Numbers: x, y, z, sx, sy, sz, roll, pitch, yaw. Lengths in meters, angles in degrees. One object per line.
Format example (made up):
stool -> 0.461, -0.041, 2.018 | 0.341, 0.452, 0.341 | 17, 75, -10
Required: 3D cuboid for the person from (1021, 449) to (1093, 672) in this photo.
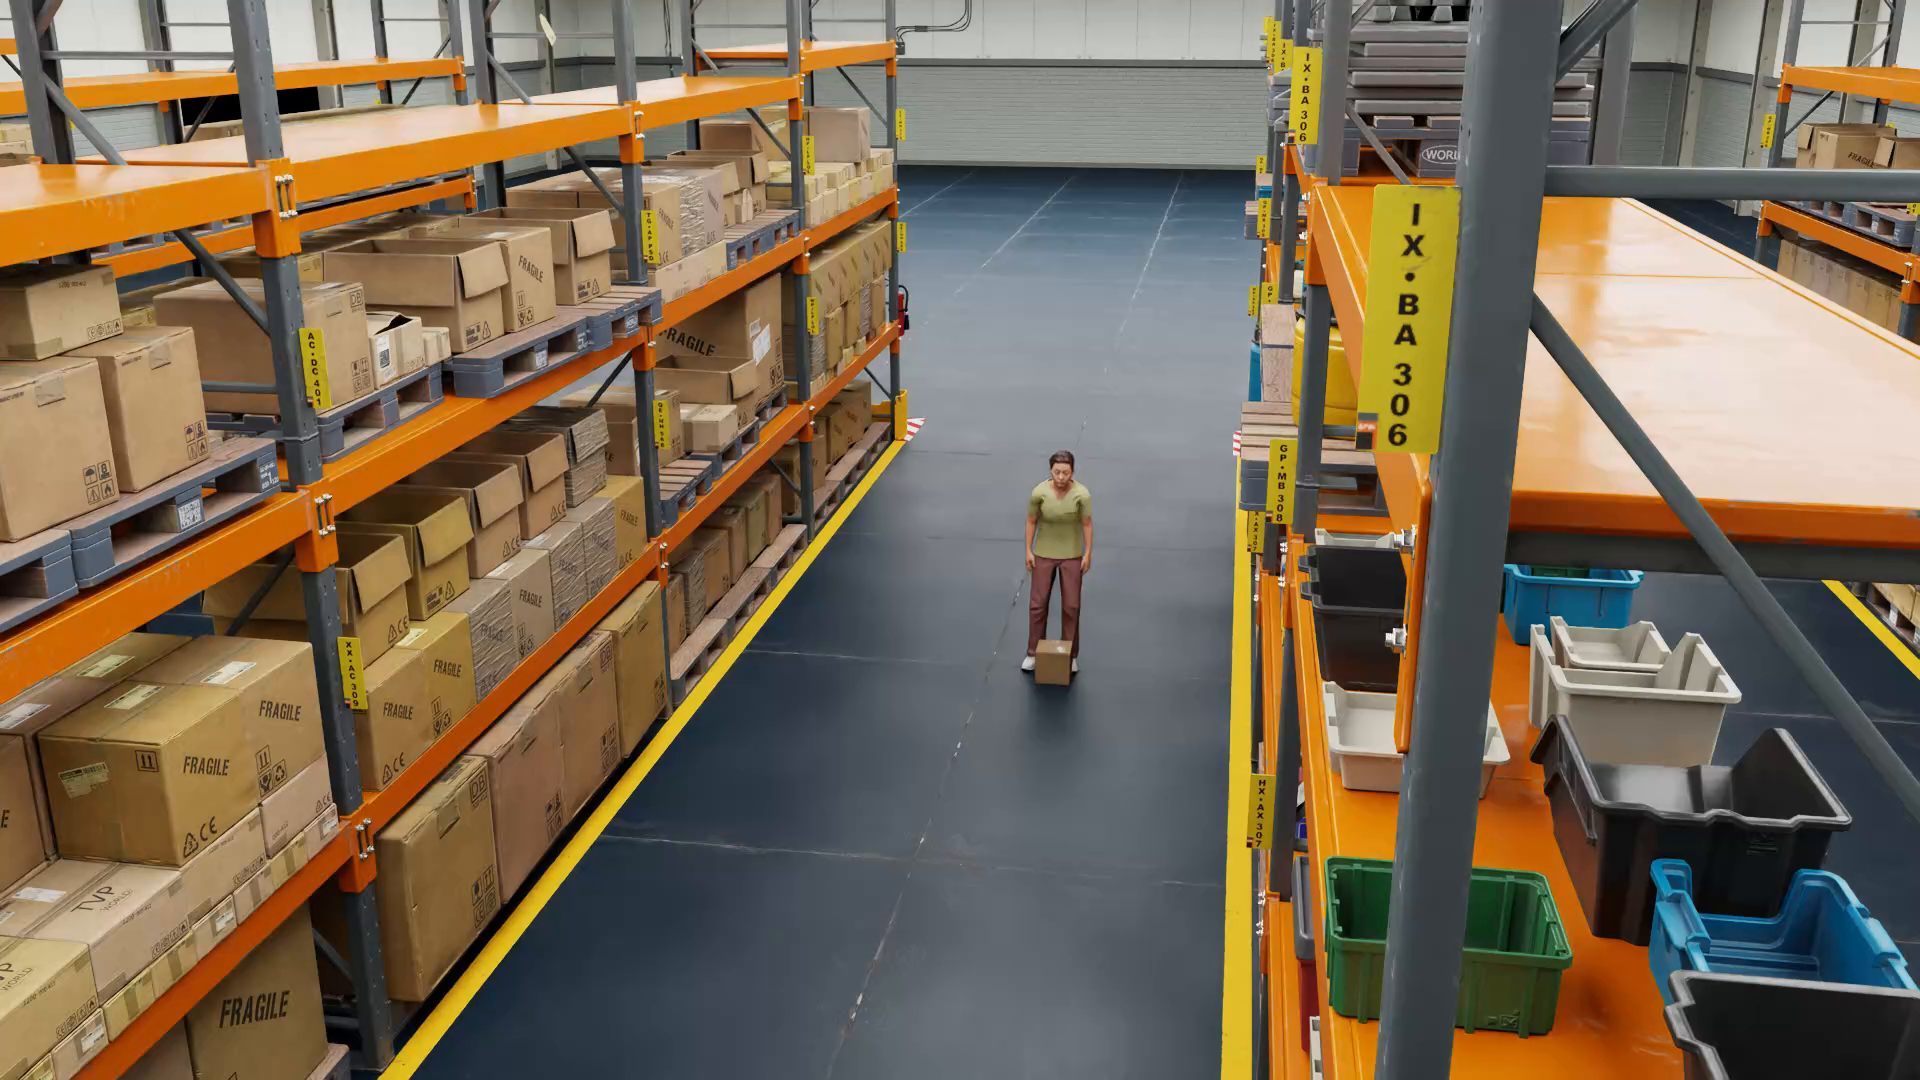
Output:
person -> 0.716, 0.139, 12.130 | 0.499, 1.672, 0.362 | 2, 18, 7
